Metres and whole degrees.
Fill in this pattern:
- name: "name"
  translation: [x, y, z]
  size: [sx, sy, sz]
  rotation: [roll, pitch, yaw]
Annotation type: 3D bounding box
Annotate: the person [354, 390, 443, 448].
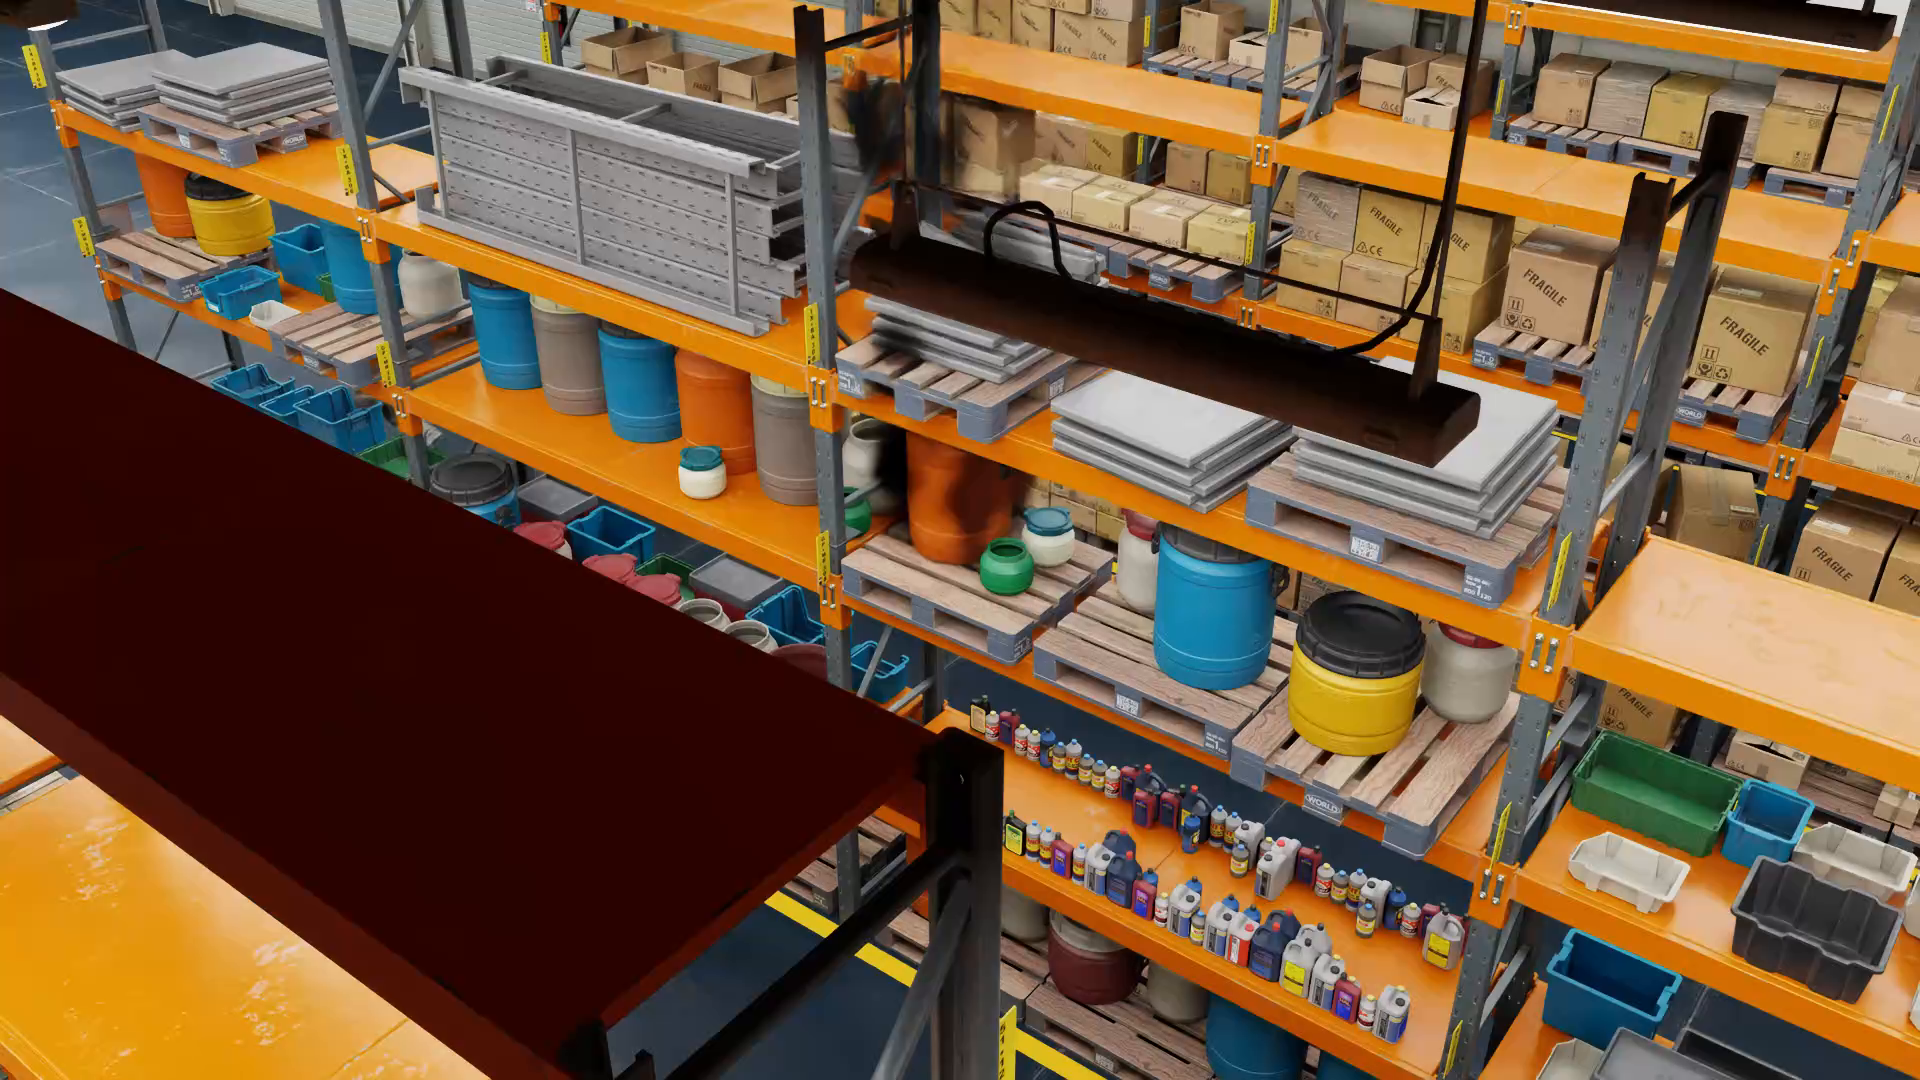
- name: "person"
  translation: [-5.581, -1.460, 16.034]
  size: [1.092, 1.757, 0.671]
  rotation: [10, 33, 15]
